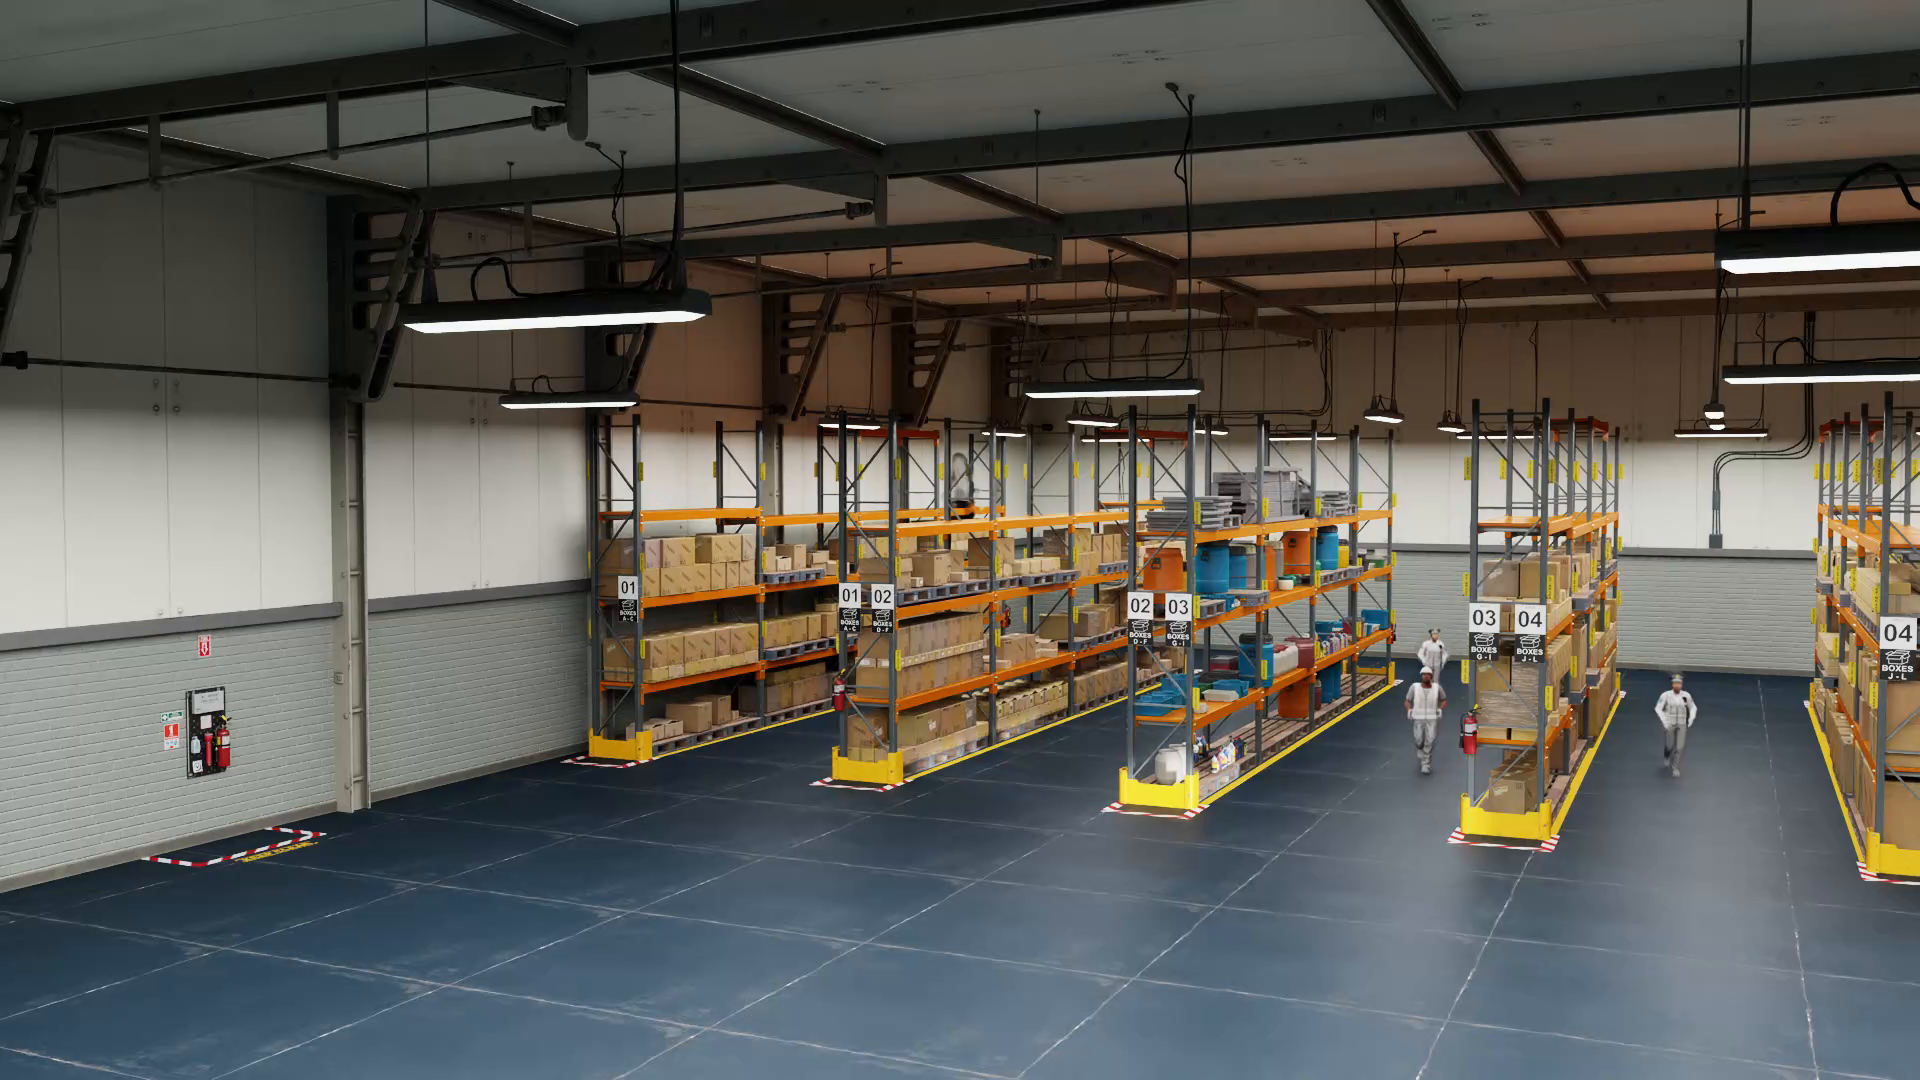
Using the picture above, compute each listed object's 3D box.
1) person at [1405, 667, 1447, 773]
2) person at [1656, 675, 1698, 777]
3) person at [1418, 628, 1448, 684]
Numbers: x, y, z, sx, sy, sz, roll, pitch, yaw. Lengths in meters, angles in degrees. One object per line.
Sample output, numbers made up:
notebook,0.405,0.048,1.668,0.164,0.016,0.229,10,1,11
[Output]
person,7.798,2.990,27.818,0.682,1.745,0.704,1,2,15
person,11.846,3.047,27.496,0.643,1.677,0.578,1,2,15
person,10.138,2.716,35.641,0.615,1.678,0.637,1,2,13
